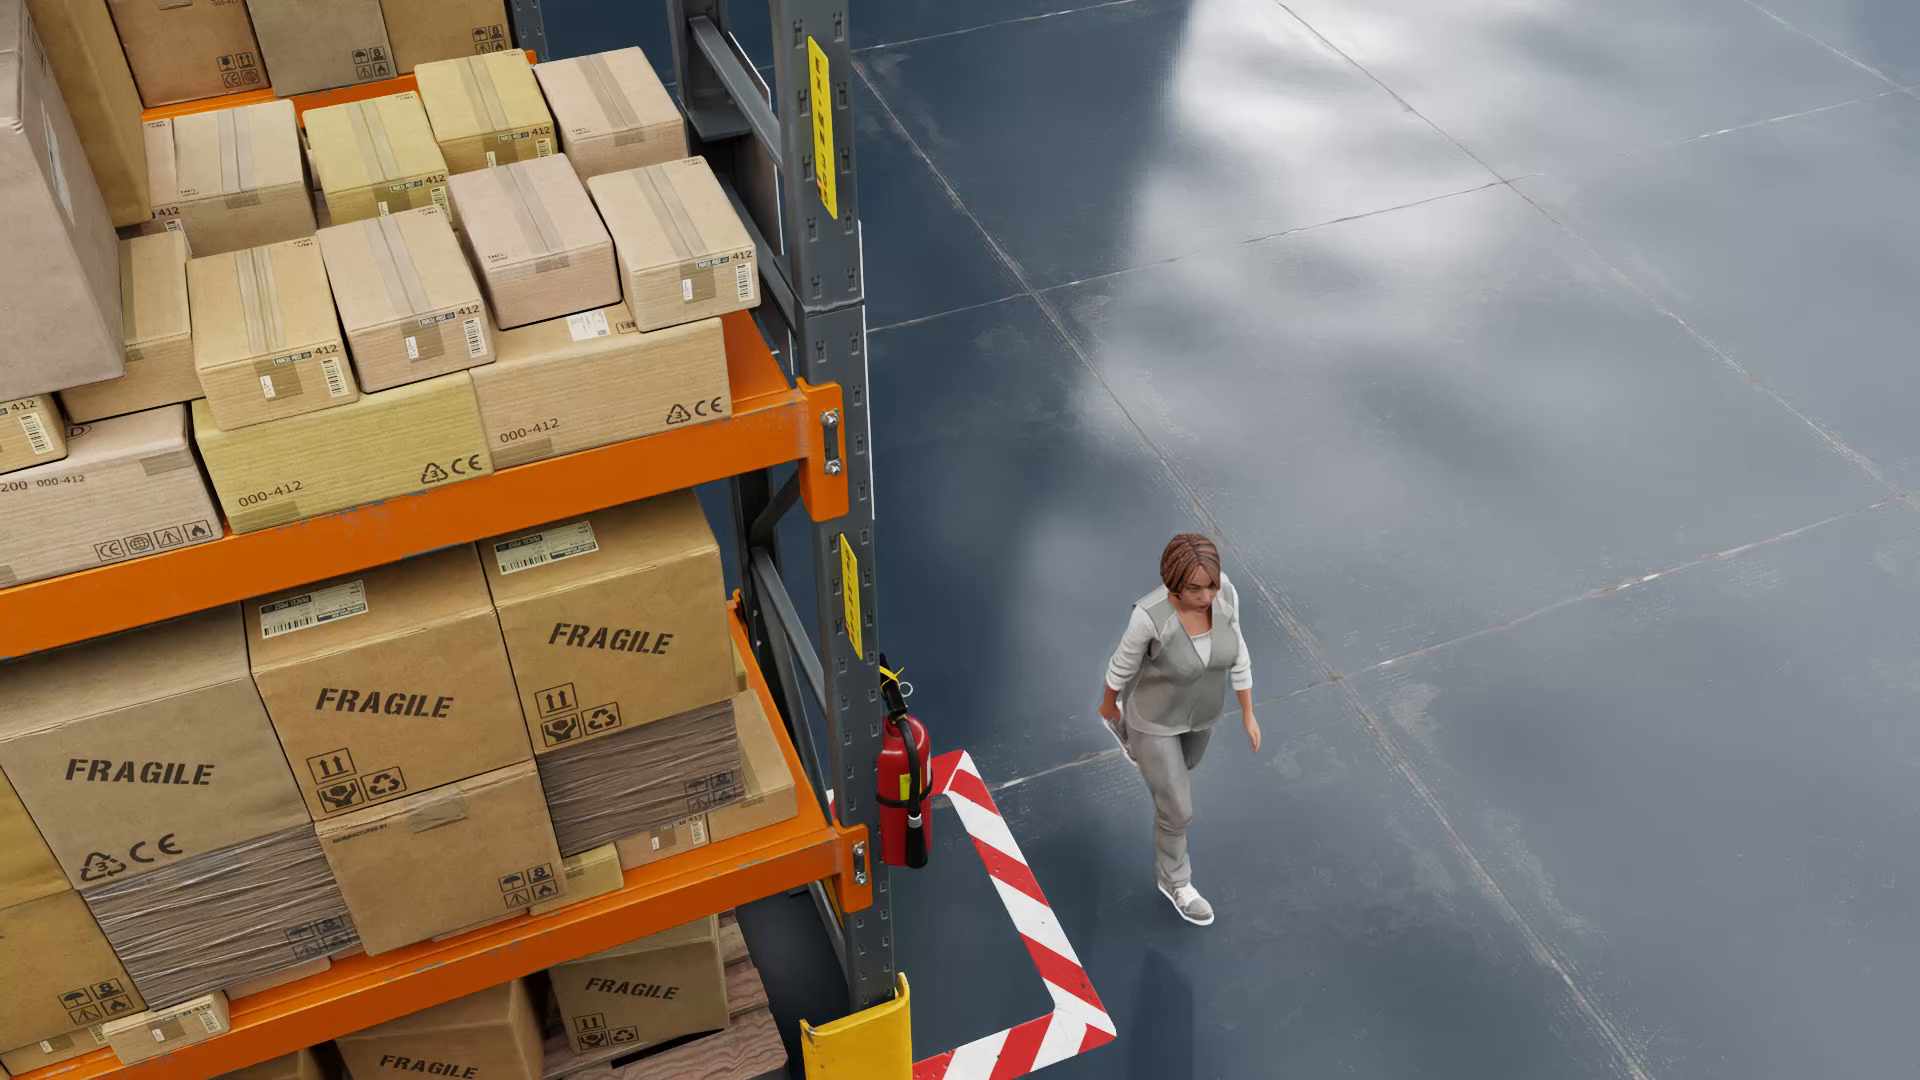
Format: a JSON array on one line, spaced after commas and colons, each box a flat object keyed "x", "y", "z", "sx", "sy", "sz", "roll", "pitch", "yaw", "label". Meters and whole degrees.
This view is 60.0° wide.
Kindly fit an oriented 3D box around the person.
[{"x": 0.691, "y": 0.520, "z": 5.592, "sx": 0.440, "sy": 1.549, "sz": 0.875, "roll": -19, "pitch": 46, "yaw": -20, "label": "person"}]
